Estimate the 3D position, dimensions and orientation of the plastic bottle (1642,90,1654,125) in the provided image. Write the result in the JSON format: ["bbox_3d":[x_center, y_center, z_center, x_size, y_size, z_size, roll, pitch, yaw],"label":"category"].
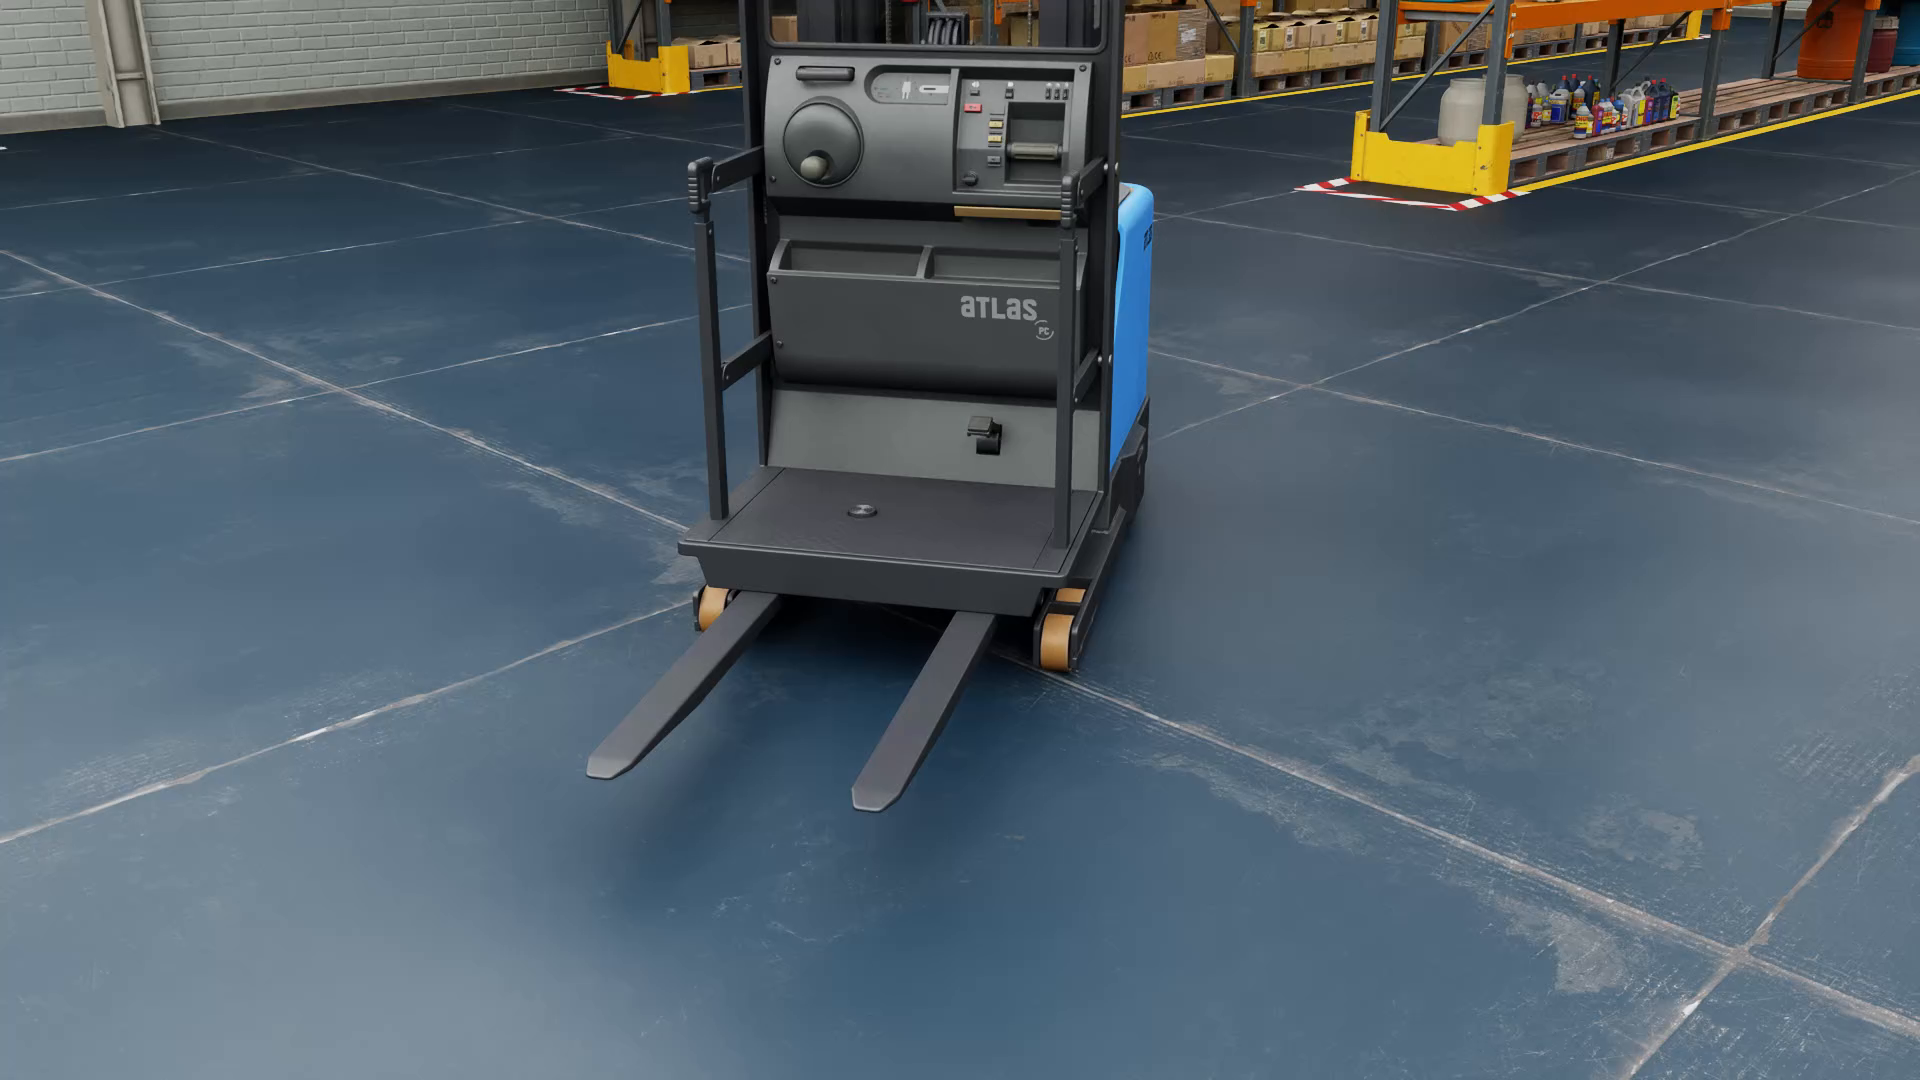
[{"bbox_3d":[5.830,-3.674,14.124,0.133,0.283,0.061,-18,27,-39],"label":"plastic bottle"}]

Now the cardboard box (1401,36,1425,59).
[{"bbox_3d":[5.343,-6.061,20.409,0.500,0.250,0.500,-19,28,-41],"label":"cardboard box"}]

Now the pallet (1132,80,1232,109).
[{"bbox_3d":[2.160,-4.821,17.822,1.003,0.211,1.213,19,28,41],"label":"pallet"}]

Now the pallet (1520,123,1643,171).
[{"bbox_3d":[4.941,-3.296,13.857,1.003,0.211,1.213,19,28,41],"label":"pallet"}]

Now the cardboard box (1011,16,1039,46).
[{"bbox_3d":[0.835,-4.762,15.984,0.500,0.500,0.500,19,28,41],"label":"cardboard box"}]

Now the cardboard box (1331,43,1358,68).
[{"bbox_3d":[4.276,-5.666,19.382,0.500,0.250,0.500,-20,28,-41],"label":"cardboard box"}]

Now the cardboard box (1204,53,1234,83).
[{"bbox_3d":[2.578,-5.055,17.792,0.500,0.250,0.500,19,28,41],"label":"cardboard box"}]

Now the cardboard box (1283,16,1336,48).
[{"bbox_3d":[3.924,-5.795,18.936,0.500,0.311,0.500,18,27,39],"label":"cardboard box"}]

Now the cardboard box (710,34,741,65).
[{"bbox_3d":[-2.653,-5.779,19.563,0.500,0.311,0.500,-17,27,-38],"label":"cardboard box"}]

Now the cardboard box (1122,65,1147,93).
[{"bbox_3d":[1.535,-4.668,16.785,0.500,0.250,0.500,19,28,41],"label":"cardboard box"}]

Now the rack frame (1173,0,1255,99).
[{"bbox_3d":[2.745,-6.316,17.826,1.000,3.000,0.127,19,28,41],"label":"rack frame"}]

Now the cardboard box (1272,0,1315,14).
[{"bbox_3d":[5.369,-8.807,27.206,0.700,0.500,0.500,20,29,41],"label":"cardboard box"}]

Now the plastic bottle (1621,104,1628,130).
[{"bbox_3d":[5.510,-3.527,13.856,0.097,0.201,0.097,0,21,0],"label":"plastic bottle"}]

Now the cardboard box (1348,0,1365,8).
[{"bbox_3d":[6.448,-9.206,28.243,0.700,0.500,0.500,18,27,39],"label":"cardboard box"}]

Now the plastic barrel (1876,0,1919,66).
[{"bbox_3d":[10.986,-6.031,19.424,0.600,0.901,0.708,19,28,41],"label":"plastic barrel"}]

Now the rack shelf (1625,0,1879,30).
[{"bbox_3d":[7.686,-5.254,16.065,1.077,0.370,4.000,19,28,41],"label":"rack shelf"}]

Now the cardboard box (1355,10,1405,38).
[{"bbox_3d":[4.988,-6.187,19.956,0.500,0.311,0.500,19,28,40],"label":"cardboard box"}]

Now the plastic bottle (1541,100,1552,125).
[{"bbox_3d":[4.990,-3.646,14.168,0.097,0.201,0.097,0,21,0],"label":"plastic bottle"}]

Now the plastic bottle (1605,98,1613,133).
[{"bbox_3d":[5.297,-3.481,13.640,0.097,0.271,0.097,0,21,0],"label":"plastic bottle"}]

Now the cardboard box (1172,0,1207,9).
[{"bbox_3d":[3.206,-8.156,25.023,0.750,0.750,0.750,19,28,40],"label":"cardboard box"}]

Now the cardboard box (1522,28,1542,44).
[{"bbox_3d":[7.485,-6.959,22.369,0.500,0.500,0.500,20,29,41],"label":"cardboard box"}]

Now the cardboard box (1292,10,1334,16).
[{"bbox_3d":[4.241,-6.190,19.963,0.500,0.311,0.500,18,28,39],"label":"cardboard box"}]

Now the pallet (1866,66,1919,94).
[{"bbox_3d":[10.452,-5.327,19.140,1.003,0.211,1.213,19,28,41],"label":"pallet"}]

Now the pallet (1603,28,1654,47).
[{"bbox_3d":[9.656,-7.562,24.955,1.003,0.211,1.213,19,28,41],"label":"pallet"}]

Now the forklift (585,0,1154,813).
[{"bbox_3d":[-0.144,-1.149,4.479,1.130,2.935,3.031,5,22,12],"label":"forklift"}]

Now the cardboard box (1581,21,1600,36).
[{"bbox_3d":[8.773,-7.377,23.720,0.500,0.311,0.500,19,28,41],"label":"cardboard box"}]

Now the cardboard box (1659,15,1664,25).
[{"bbox_3d":[10.566,-8.001,25.545,0.380,0.166,0.250,19,28,41],"label":"cardboard box"}]

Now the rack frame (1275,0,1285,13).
[{"bbox_3d":[4.774,-9.611,26.400,1.000,3.000,0.127,19,28,41],"label":"rack frame"}]

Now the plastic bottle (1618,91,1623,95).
[{"bbox_3d":[5.598,-3.662,14.094,0.061,0.283,0.133,19,28,41],"label":"plastic bottle"}]

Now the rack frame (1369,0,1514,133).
[{"bbox_3d":[3.500,-4.047,11.923,1.000,3.000,0.127,19,28,41],"label":"rack frame"}]

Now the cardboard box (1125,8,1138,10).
[{"bbox_3d":[1.499,-5.281,17.335,0.500,0.500,0.500,19,28,41],"label":"cardboard box"}]

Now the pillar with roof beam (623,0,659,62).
[{"bbox_3d":[-0.645,-8.646,15.526,9.100,9.000,0.400,19,28,41],"label":"pillar with roof beam"}]

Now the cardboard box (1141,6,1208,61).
[{"bbox_3d":[2.220,-5.279,17.331,0.500,0.500,0.500,19,28,41],"label":"cardboard box"}]

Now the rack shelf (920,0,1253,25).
[{"bbox_3d":[1.349,-5.466,16.618,1.077,0.370,4.000,19,28,41],"label":"rack shelf"}]

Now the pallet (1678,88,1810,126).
[{"bbox_3d":[7.662,-4.300,16.469,1.003,0.211,1.213,19,28,41],"label":"pallet"}]

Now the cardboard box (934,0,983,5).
[{"bbox_3d":[-0.001,-7.251,22.084,0.500,0.250,0.500,19,28,40],"label":"cardboard box"}]

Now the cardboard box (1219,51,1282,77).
[{"bbox_3d":[3.203,-5.270,18.353,0.500,0.250,0.500,18,28,39],"label":"cardboard box"}]

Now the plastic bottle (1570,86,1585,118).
[{"bbox_3d":[5.416,-3.836,14.564,0.097,0.271,0.097,0,21,0],"label":"plastic bottle"}]

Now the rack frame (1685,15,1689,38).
[{"bbox_3d":[11.116,-9.401,25.852,1.000,3.000,0.127,19,28,41],"label":"rack frame"}]

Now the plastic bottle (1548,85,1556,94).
[{"bbox_3d":[5.154,-3.829,14.528,0.133,0.283,0.061,-19,28,-40],"label":"plastic bottle"}]

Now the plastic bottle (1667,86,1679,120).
[{"bbox_3d":[6.192,-3.807,14.470,0.133,0.283,0.061,-18,28,-39],"label":"plastic bottle"}]

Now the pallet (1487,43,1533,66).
[{"bbox_3d":[6.934,-6.537,22.288,1.003,0.211,1.213,19,28,41],"label":"pallet"}]

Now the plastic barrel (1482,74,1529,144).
[{"bbox_3d":[4.255,-3.399,13.119,0.421,0.512,0.421,0,21,0],"label":"plastic barrel"}]

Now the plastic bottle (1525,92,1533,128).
[{"bbox_3d":[4.740,-3.598,13.927,0.061,0.283,0.133,19,28,41],"label":"plastic bottle"}]

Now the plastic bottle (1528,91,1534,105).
[{"bbox_3d":[4.760,-3.657,14.090,0.152,0.276,0.135,18,28,39],"label":"plastic bottle"}]

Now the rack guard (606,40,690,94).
[{"bbox_3d":[-3.545,-5.379,18.874,1.175,0.500,0.348,19,28,41],"label":"rack guard"}]

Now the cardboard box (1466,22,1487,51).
[{"bbox_3d":[6.418,-6.564,21.343,0.500,0.500,0.500,18,27,39],"label":"cardboard box"}]

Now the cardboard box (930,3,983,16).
[{"bbox_3d":[0.019,-6.932,22.300,0.700,0.500,0.500,19,28,40],"label":"cardboard box"}]

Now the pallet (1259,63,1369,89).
[{"bbox_3d":[4.082,-5.529,19.665,1.003,0.211,1.213,19,28,41],"label":"pallet"}]

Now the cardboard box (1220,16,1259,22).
[{"bbox_3d":[3.180,-5.802,18.953,0.500,0.311,0.500,-19,28,-41],"label":"cardboard box"}]

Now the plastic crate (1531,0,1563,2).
[{"bbox_3d":[4.355,-4.074,12.360,0.298,0.136,0.250,19,28,41],"label":"plastic crate"}]

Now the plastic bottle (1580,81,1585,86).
[{"bbox_3d":[5.549,-3.947,14.846,0.135,0.276,0.152,-19,28,-40],"label":"plastic bottle"}]

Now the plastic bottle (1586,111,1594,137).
[{"bbox_3d":[5.061,-3.361,13.425,0.097,0.201,0.097,0,21,0],"label":"plastic bottle"}]
